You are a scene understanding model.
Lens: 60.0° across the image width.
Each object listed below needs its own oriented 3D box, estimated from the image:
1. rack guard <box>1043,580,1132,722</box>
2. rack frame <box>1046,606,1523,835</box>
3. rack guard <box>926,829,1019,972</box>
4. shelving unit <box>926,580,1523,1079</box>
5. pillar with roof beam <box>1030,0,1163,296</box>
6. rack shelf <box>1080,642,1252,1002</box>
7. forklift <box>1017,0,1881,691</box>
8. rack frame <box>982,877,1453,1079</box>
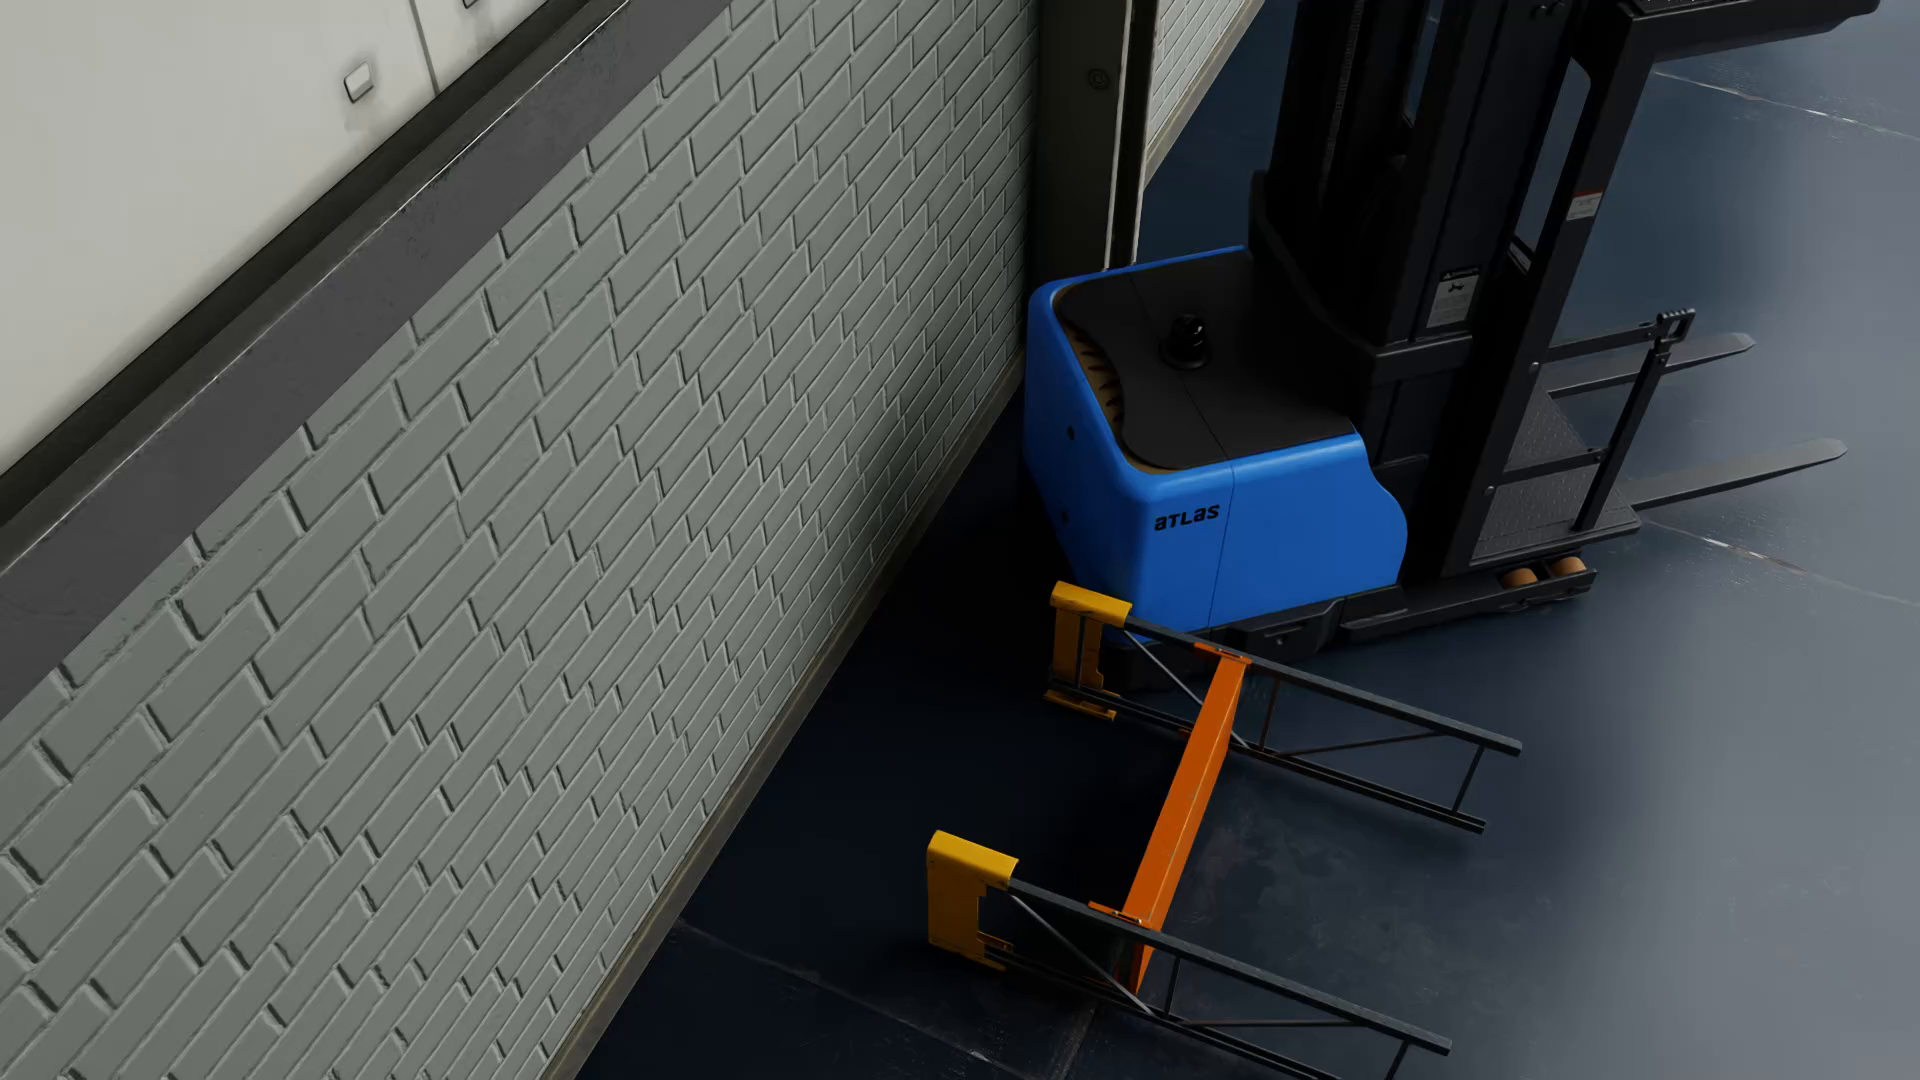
[{"bbox_3d":[0.419,0.377,5.527,0.250,0.587,0.087,18,52,14],"label":"rack guard"},{"bbox_3d":[0.996,0.559,5.372,1.500,0.500,0.032,18,52,14],"label":"rack frame"},{"bbox_3d":[0.035,1.077,4.931,0.250,0.587,0.087,18,52,14],"label":"rack guard"},{"bbox_3d":[0.804,0.910,5.073,1.500,0.587,1.083,18,52,14],"label":"shelving unit"},{"bbox_3d":[4.388,-2.351,2.342,9.100,9.000,0.400,20,52,16],"label":"pillar with roof beam"},{"bbox_3d":[0.634,0.864,5.112,0.185,0.538,1.000,18,52,14],"label":"rack shelf"},{"bbox_3d":[1.790,-1.067,5.234,3.031,2.935,1.130,-12,51,-10],"label":"forklift"},{"bbox_3d":[0.604,1.274,4.764,1.500,0.500,0.032,18,52,14],"label":"rack frame"}]
